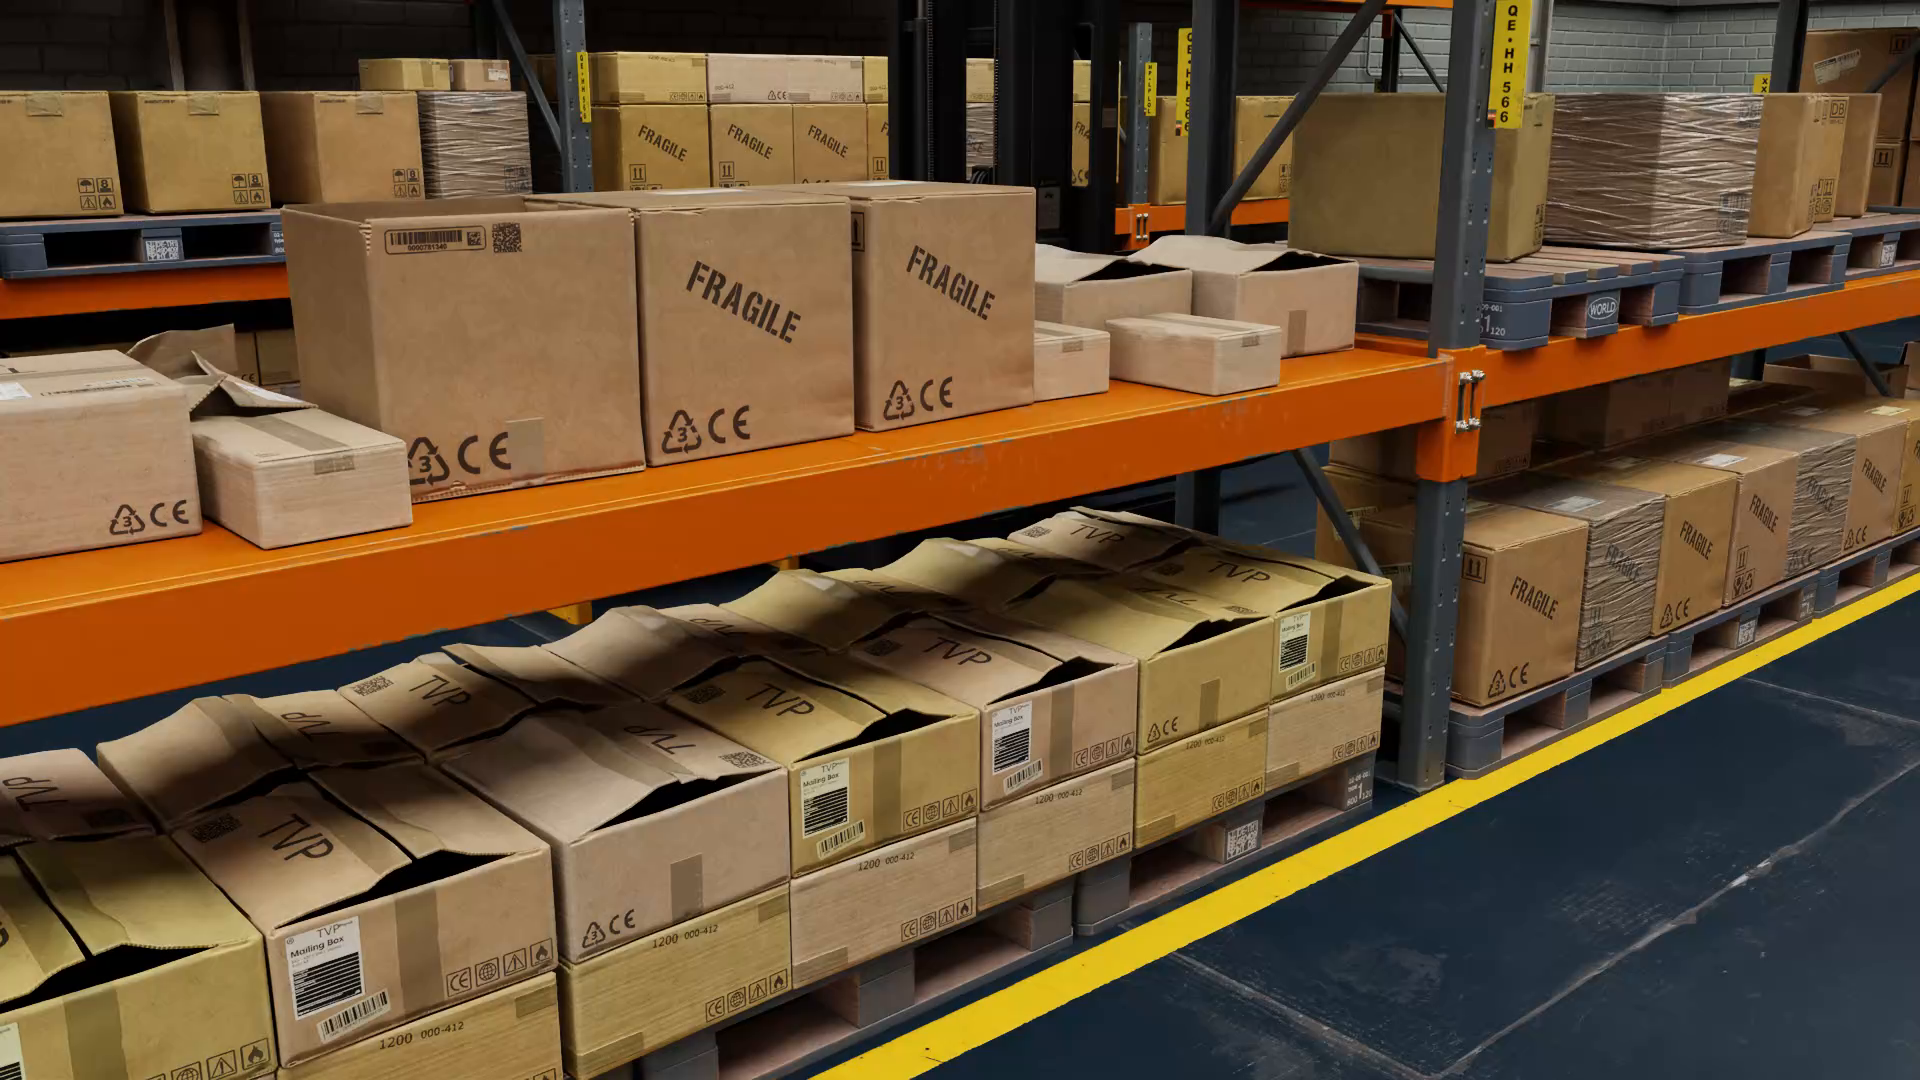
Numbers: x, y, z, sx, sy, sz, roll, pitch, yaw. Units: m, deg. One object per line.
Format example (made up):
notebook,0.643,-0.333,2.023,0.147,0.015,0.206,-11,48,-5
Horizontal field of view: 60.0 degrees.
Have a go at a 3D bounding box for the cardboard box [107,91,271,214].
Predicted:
cardboard box,-3.449,-1.727,7.356,0.500,0.500,0.700,-13,19,-39

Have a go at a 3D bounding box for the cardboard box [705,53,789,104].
cardboard box,-1.259,-2.445,8.828,0.500,0.250,0.500,-13,20,-40

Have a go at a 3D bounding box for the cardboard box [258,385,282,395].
cardboard box,-3.506,-0.481,7.731,0.500,0.500,0.700,-13,20,-40

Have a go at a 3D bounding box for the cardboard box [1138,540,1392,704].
cardboard box,0.845,0.192,4.646,0.500,0.311,0.500,-12,19,-38

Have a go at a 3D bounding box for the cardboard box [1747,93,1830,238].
cardboard box,2.804,-1.417,6.234,0.700,0.500,0.500,10,18,33

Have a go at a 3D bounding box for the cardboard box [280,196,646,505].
cardboard box,-0.951,-0.386,3.189,0.500,0.500,0.500,-11,18,-35

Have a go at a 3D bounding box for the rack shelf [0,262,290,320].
rack shelf,-3.684,-1.077,7.362,4.000,0.370,1.077,-13,19,-39

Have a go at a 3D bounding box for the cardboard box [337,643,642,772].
cardboard box,-1.055,0.435,3.736,0.500,0.311,0.500,-13,20,-40

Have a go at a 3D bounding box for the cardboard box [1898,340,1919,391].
cardboard box,5.510,-0.803,8.927,0.637,0.503,0.797,-13,19,-39

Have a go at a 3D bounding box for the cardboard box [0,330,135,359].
cardboard box,-3.929,-0.745,7.263,0.500,0.250,0.500,-13,20,-41

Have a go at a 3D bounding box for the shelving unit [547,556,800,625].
shelving unit,-1.283,-0.537,6.855,1.083,1.500,0.587,-12,19,-39

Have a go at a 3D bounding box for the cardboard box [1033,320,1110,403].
cardboard box,0.154,-0.451,4.112,0.250,0.149,0.380,-11,18,-35

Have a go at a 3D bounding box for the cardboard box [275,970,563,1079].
cardboard box,-1.085,0.898,3.092,0.500,0.250,0.500,-12,19,-38

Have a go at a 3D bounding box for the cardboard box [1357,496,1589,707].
cardboard box,1.610,0.174,5.276,0.500,0.500,0.500,-12,19,-37

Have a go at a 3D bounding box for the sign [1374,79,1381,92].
sign,3.500,-3.684,13.897,0.005,0.325,0.100,-13,19,-39

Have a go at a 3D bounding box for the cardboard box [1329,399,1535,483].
cardboard box,1.670,-0.381,5.901,0.500,0.250,0.500,-12,19,-37

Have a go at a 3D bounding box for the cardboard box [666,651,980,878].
cardboard box,-0.304,0.451,3.677,0.500,0.311,0.500,-12,19,-38

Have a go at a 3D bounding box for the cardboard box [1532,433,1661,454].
cardboard box,2.413,-0.186,6.625,0.500,0.500,0.500,-14,20,-41

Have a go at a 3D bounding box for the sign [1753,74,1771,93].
sign,3.734,-1.999,7.745,0.005,0.325,0.100,-13,19,-39

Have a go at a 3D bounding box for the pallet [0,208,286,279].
pallet,-3.642,-1.327,7.277,1.213,0.211,1.003,-13,19,-39

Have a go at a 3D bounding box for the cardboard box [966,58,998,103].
cardboard box,-0.119,-2.704,9.800,0.500,0.250,0.500,-12,19,-38

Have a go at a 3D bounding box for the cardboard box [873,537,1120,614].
cardboard box,0.100,0.178,4.700,0.500,0.311,0.500,-13,20,-41

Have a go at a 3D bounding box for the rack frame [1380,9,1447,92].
rack frame,3.859,-3.118,13.611,0.127,3.000,1.000,-13,19,-39

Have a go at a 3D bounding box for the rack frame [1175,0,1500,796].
rack frame,1.079,-0.799,4.929,0.127,3.000,1.000,-13,19,-39

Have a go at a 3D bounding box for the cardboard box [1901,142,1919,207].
cardboard box,4.660,-1.558,7.578,0.500,0.500,0.500,-12,19,-38

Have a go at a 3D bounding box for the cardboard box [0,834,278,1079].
cardboard box,-1.463,0.712,2.701,0.500,0.311,0.500,-13,19,-39

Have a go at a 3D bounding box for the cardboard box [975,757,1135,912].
cardboard box,0.074,0.636,4.072,0.500,0.250,0.500,-12,19,-38

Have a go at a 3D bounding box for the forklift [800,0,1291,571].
forklift,0.474,-1.523,7.772,3.031,2.935,1.130,-13,20,-40

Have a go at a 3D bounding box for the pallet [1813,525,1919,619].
pallet,3.508,0.016,7.283,1.213,0.211,1.003,-13,19,-39

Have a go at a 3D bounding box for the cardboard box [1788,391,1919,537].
cardboard box,3.912,-0.342,7.210,0.500,0.500,0.500,-13,20,-40

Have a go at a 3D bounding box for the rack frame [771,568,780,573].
rack frame,-0.904,-0.621,7.170,0.032,1.500,0.500,-12,19,-39

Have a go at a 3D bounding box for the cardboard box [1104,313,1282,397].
cardboard box,0.582,-0.472,4.190,0.250,0.149,0.380,-13,19,-39

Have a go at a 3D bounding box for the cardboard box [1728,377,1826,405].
cardboard box,3.572,-0.447,7.603,0.500,0.500,0.500,-14,20,-42

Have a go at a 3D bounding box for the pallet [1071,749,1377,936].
pallet,0.432,0.680,4.796,1.213,0.211,1.003,-13,19,-39

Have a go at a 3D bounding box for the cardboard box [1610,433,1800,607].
cardboard box,2.773,-0.089,6.261,0.500,0.500,0.500,-14,20,-41

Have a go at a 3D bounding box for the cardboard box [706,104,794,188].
cardboard box,-1.240,-2.084,8.930,0.500,0.500,0.500,-12,19,-38

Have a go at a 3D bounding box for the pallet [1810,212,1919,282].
pallet,3.422,-1.270,7.064,1.213,0.211,1.003,-13,19,-39

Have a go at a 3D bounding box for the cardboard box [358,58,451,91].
cardboard box,-2.649,-2.215,7.928,0.380,0.149,0.250,12,19,38

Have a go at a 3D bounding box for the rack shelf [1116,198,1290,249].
rack shelf,2.351,-2.432,12.435,4.000,0.370,1.077,-13,19,-39

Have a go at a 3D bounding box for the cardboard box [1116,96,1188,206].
cardboard box,1.262,-2.674,11.368,0.700,0.700,0.980,-12,19,-39

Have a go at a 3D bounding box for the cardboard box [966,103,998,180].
cardboard box,-0.104,-2.343,9.901,0.500,0.500,0.500,-13,19,-39

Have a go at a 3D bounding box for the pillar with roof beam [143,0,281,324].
pillar with roof beam,-0.898,-3.771,4.432,0.400,9.000,9.100,-13,19,-39
